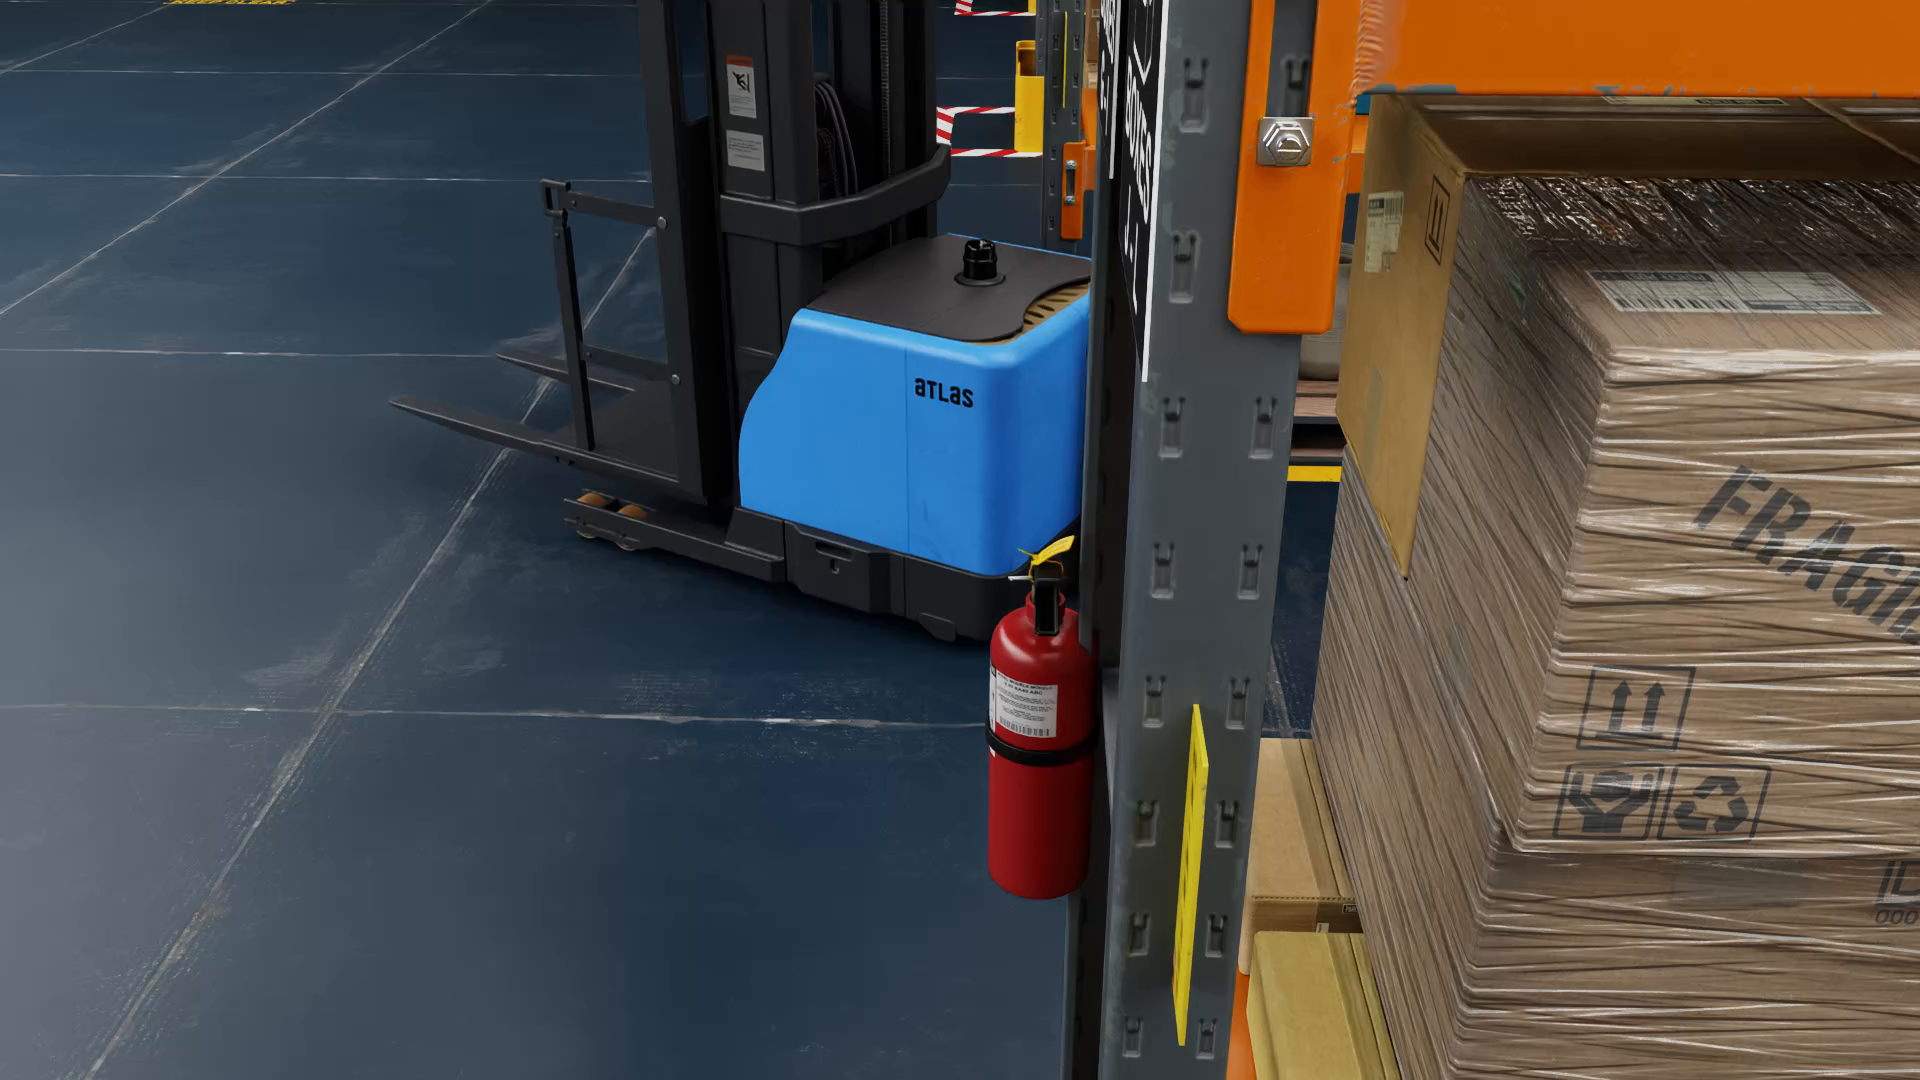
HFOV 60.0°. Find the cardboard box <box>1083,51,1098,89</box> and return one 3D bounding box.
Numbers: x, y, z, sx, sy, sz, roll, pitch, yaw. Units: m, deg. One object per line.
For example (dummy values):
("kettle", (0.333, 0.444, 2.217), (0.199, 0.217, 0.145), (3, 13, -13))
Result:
("cardboard box", (1.130, -3.297, 11.754), (0.500, 0.250, 0.500), (1, 28, 2))

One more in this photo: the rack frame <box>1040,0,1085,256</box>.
("rack frame", (0.405, -1.878, 6.590), (0.127, 3.000, 1.000), (1, 28, 2))

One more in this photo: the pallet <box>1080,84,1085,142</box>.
("pallet", (1.349, -2.972, 11.630), (1.213, 0.211, 1.003), (1, 28, 2))

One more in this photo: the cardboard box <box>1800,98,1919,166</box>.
("cardboard box", (1.288, -0.278, 2.080), (0.500, 0.500, 0.500), (1, 28, 2))

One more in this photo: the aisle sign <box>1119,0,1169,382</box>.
("aisle sign", (0.157, -0.569, 1.345), (0.004, 0.787, 0.394), (1, 28, 2))

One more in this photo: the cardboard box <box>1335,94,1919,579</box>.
("cardboard box", (0.788, -0.284, 2.091), (0.500, 0.500, 0.500), (1, 28, 2))

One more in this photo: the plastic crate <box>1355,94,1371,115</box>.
("plastic crate", (1.564, -1.931, 6.849), (0.408, 0.251, 0.499), (1, 28, 2))

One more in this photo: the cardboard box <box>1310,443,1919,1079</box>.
("cardboard box", (0.779, 0.287, 2.083), (0.500, 0.500, 0.875), (1, 28, 2))

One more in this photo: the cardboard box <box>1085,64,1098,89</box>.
("cardboard box", (1.111, -3.054, 11.296), (0.500, 0.250, 0.500), (1, 28, 2))

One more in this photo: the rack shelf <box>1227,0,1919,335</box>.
("rack shelf", (2.229, -0.534, 1.621), (4.000, 0.370, 1.077), (1, 28, 2))

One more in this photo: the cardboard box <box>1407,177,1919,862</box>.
("cardboard box", (0.770, -0.041, 1.632), (0.500, 0.500, 0.500), (1, 28, 2))

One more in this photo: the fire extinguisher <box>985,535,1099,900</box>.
("fire extinguisher", (0.132, 0.257, 2.646), (0.183, 0.674, 0.296), (1, 28, 2))

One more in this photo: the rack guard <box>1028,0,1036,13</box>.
("rack guard", (0.830, -5.410, 15.921), (0.348, 0.500, 1.175), (1, 28, 2))

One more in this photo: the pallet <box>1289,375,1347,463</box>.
("pallet", (1.294, -0.651, 7.253), (1.213, 0.211, 1.003), (1, 28, 2))

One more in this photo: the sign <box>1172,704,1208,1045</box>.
("sign", (0.211, 0.312, 1.535), (0.005, 0.325, 0.100), (1, 28, 2))

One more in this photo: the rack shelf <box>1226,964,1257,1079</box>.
("rack shelf", (2.229, 0.791, 2.323), (4.000, 0.370, 1.077), (1, 28, 2))

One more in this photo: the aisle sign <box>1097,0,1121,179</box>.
("aisle sign", (0.179, -0.850, 1.875), (0.004, 0.787, 0.394), (1, 28, 2))

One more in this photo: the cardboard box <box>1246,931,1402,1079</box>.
("cardboard box", (0.506, 0.667, 2.056), (0.250, 0.149, 0.380), (1, 28, 2))

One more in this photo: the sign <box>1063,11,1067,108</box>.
("sign", (0.381, -1.743, 6.040), (0.005, 0.325, 0.100), (1, 28, 2))

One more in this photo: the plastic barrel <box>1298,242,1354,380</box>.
("plastic barrel", (1.566, -0.981, 7.106), (0.421, 0.512, 0.421), (0, 28, 0))

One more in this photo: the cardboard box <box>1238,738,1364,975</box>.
("cardboard box", (0.522, 0.459, 2.449), (0.250, 0.149, 0.380), (1, 28, 2))

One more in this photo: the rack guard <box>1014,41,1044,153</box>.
("rack guard", (0.559, -3.093, 11.550), (0.348, 0.500, 1.175), (1, 28, 2))

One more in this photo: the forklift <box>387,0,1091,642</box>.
("forklift", (-0.895, -1.451, 5.857), (3.031, 2.935, 1.130), (15, 32, 27))

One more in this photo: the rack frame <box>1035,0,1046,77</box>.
("rack frame", (0.583, -4.197, 10.964), (0.127, 3.000, 1.000), (1, 28, 2))

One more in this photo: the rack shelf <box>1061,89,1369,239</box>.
("rack shelf", (2.403, -1.527, 6.697), (4.000, 0.370, 1.077), (1, 28, 2))

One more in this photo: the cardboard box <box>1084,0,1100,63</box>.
("cardboard box", (1.130, -3.629, 11.580), (0.500, 0.500, 0.500), (1, 28, 2))
